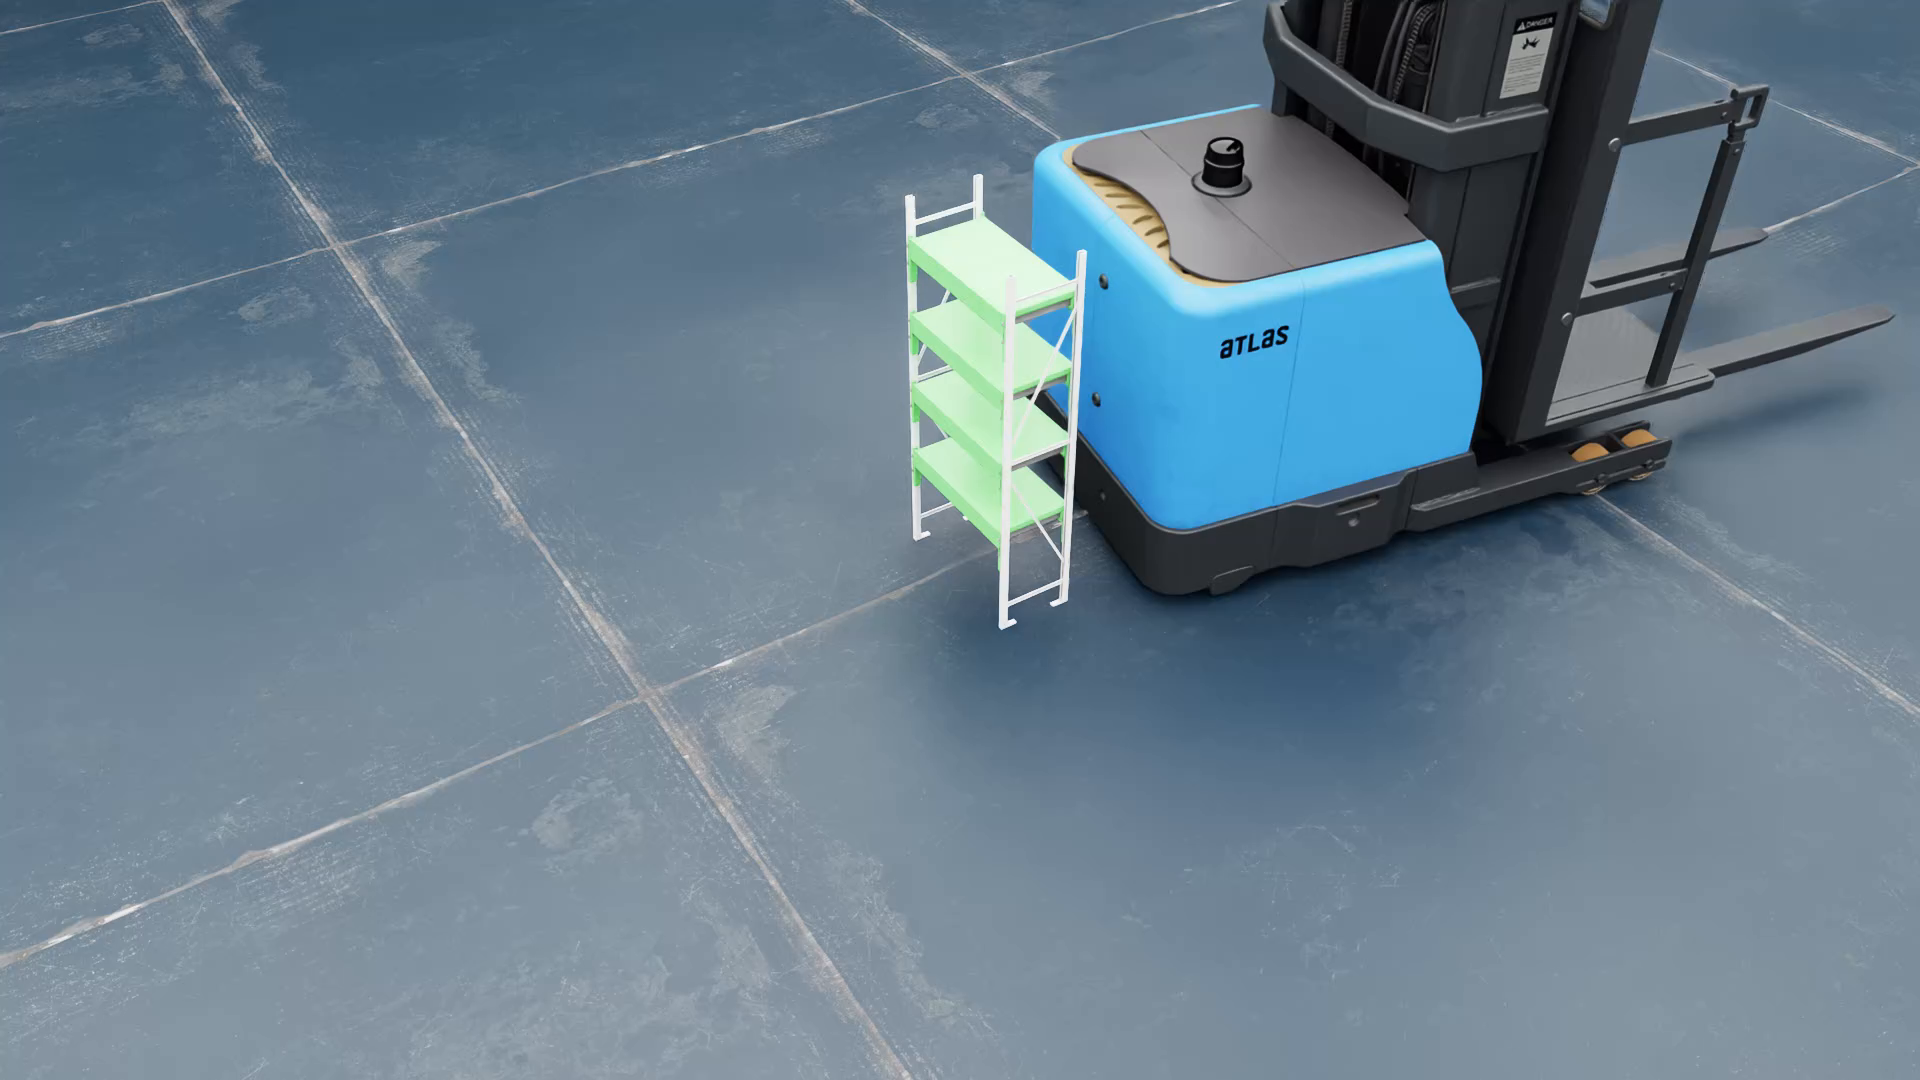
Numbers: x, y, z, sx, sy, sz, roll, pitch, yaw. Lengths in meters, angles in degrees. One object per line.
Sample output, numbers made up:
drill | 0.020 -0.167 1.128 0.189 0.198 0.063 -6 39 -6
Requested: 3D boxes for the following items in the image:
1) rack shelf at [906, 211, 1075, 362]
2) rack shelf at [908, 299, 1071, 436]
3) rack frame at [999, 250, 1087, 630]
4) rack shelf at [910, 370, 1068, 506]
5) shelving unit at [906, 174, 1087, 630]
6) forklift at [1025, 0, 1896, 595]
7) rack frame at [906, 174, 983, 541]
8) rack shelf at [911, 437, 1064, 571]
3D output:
rack shelf | 0.089 -0.691 4.492 0.258 0.148 0.480 -22 45 -24
rack shelf | 0.089 -0.507 4.646 0.258 0.148 0.480 -22 45 -24
rack frame | 0.220 -0.240 4.601 0.240 1.200 0.015 -22 45 -24
rack shelf | 0.089 -0.323 4.800 0.258 0.148 0.480 -22 45 -24
shelving unit | 0.089 -0.372 4.759 0.258 1.200 0.503 -22 45 -24
forklift | 1.774 -1.571 4.846 3.031 2.935 1.130 -15 42 -17
rack frame | -0.042 -0.503 4.917 0.240 1.200 0.015 -22 45 -24
rack shelf | 0.089 -0.138 4.953 0.258 0.148 0.480 -22 45 -24
